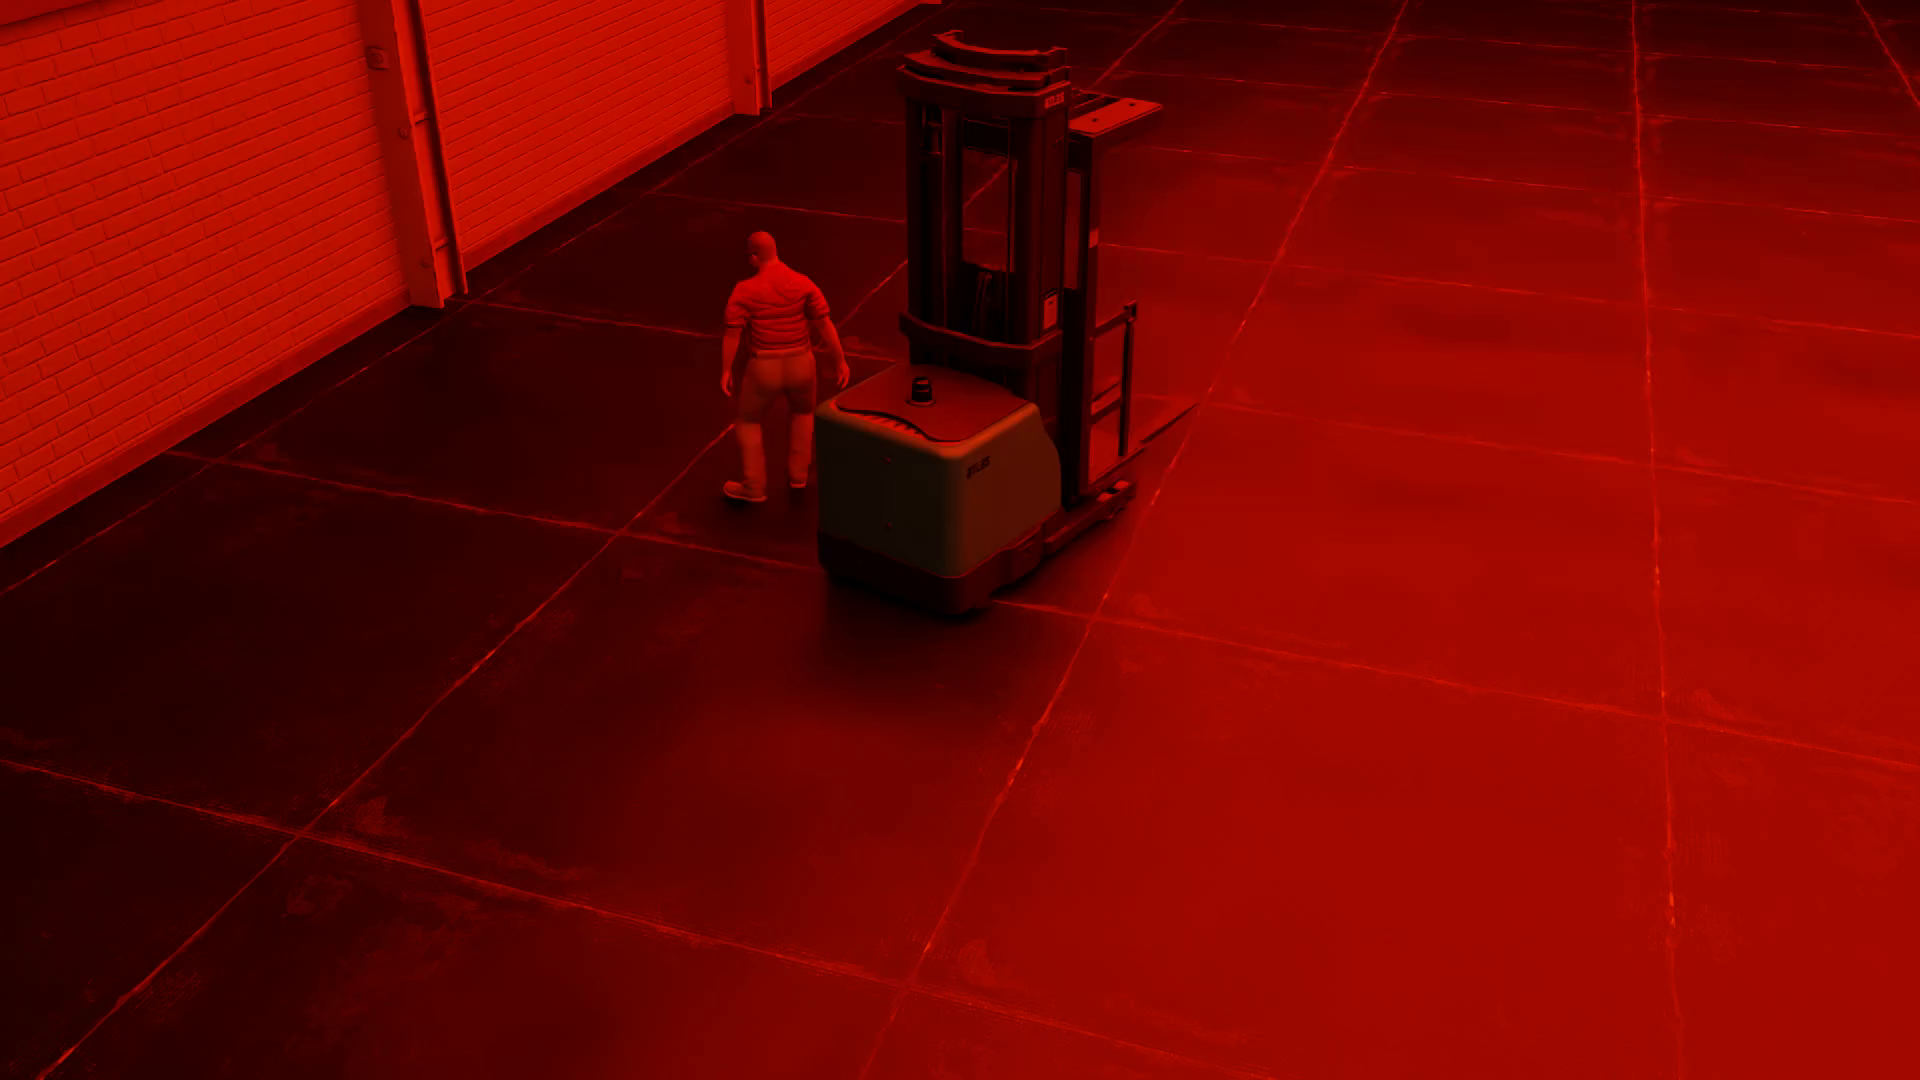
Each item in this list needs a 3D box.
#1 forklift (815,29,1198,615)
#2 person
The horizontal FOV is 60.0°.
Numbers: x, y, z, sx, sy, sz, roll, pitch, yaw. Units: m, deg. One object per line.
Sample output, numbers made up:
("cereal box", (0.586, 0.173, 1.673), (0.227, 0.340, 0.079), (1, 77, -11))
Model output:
("forklift", (0.455, -1.530, 9.821), (1.130, 2.935, 3.031), (20, 35, 31))
("person", (-1.103, -1.079, 10.223), (0.817, 1.685, 0.480), (-6, 30, -10))
